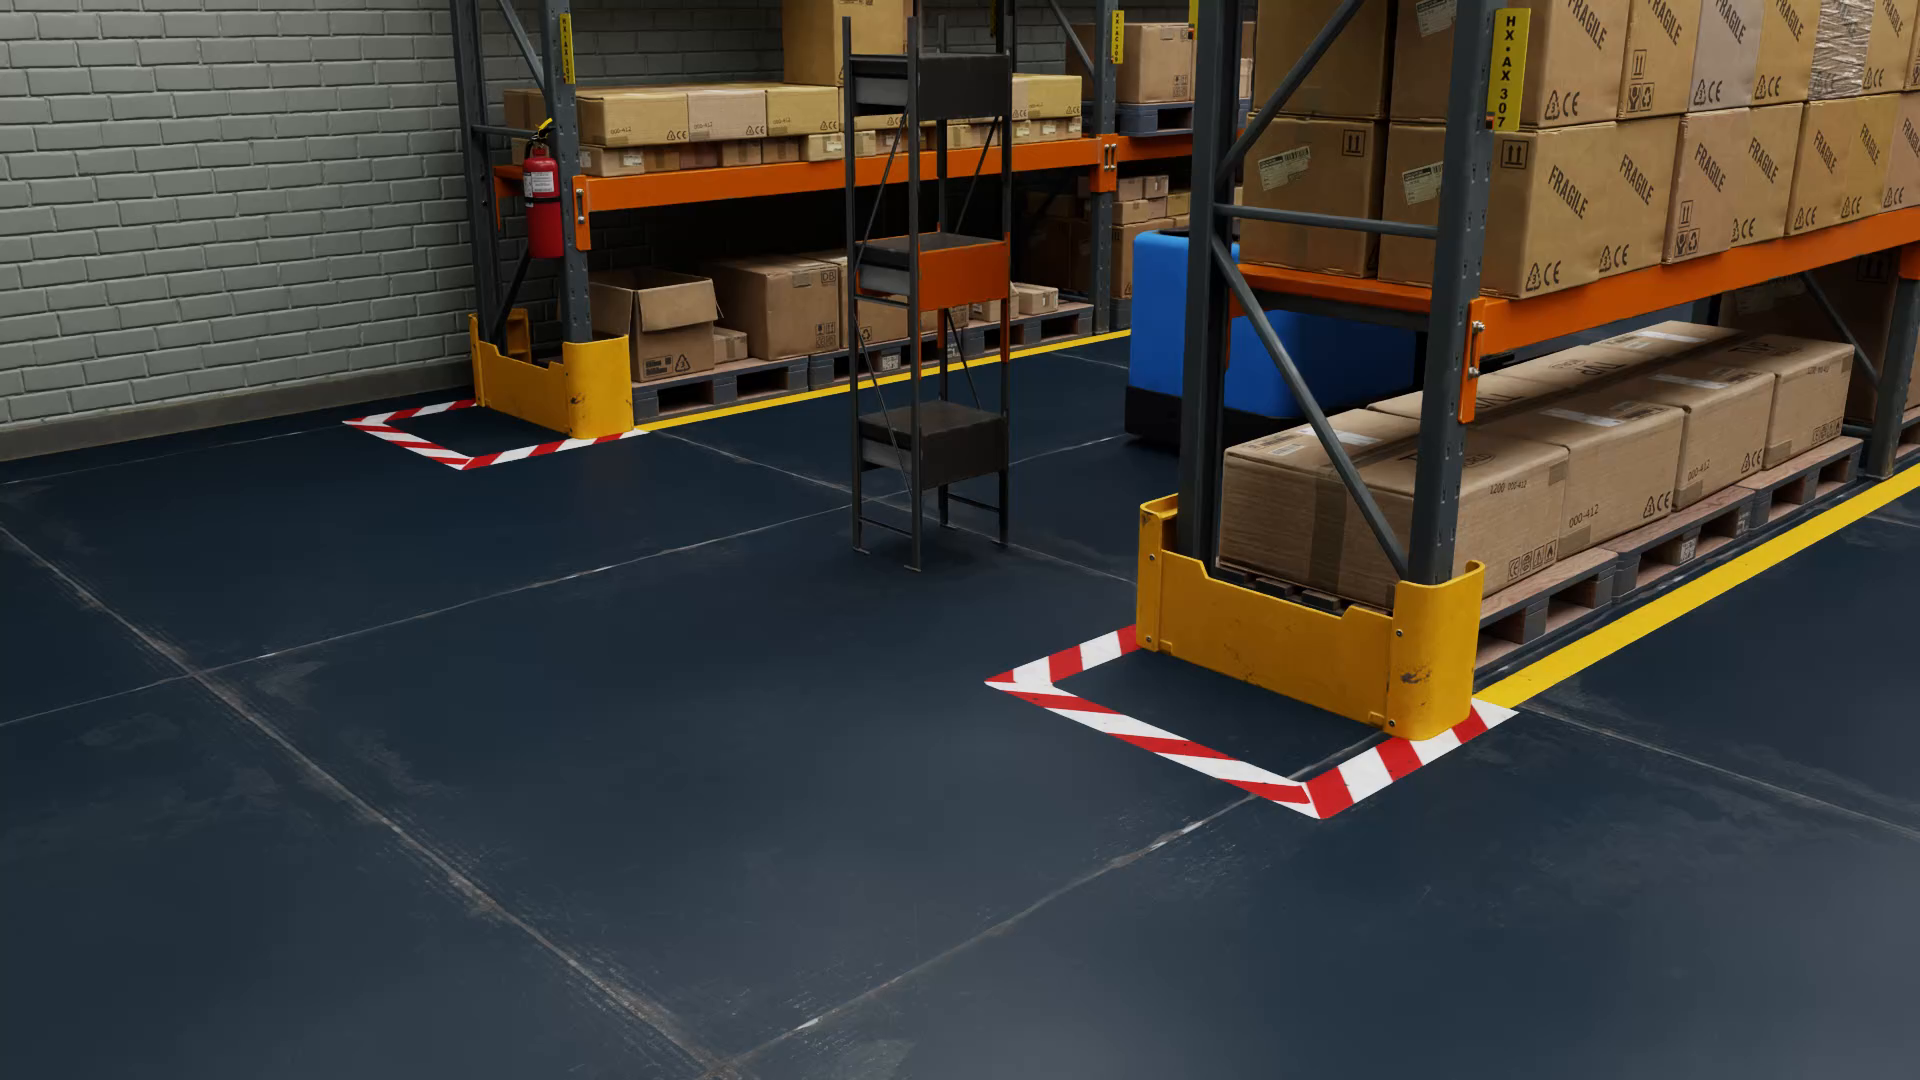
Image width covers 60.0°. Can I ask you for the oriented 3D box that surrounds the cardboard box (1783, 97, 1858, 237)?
[{"bbox_3d":[3.156,-1.495,6.570,0.500,0.500,0.500,-17,24,-42],"label":"cardboard box"}]

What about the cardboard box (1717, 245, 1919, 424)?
[{"bbox_3d":[4.438,-1.161,8.467,0.875,0.875,0.875,-15,23,-39],"label":"cardboard box"}]

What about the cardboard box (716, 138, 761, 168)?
[{"bbox_3d":[-1.304,-2.143,9.139,0.250,0.149,0.380,-15,23,-39],"label":"cardboard box"}]

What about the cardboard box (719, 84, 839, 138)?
[{"bbox_3d":[-1.030,-2.408,9.309,0.500,0.250,0.500,-17,24,-42],"label":"cardboard box"}]

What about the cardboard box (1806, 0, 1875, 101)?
[{"bbox_3d":[3.152,-1.969,6.410,0.500,0.500,0.500,-16,24,-40],"label":"cardboard box"}]

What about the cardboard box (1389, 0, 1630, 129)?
[{"bbox_3d":[1.681,-1.537,5.077,0.500,0.500,0.500,-17,25,-42],"label":"cardboard box"}]

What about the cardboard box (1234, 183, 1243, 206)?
[{"bbox_3d":[1.979,-2.561,12.340,0.250,0.149,0.380,-15,23,-39],"label":"cardboard box"}]

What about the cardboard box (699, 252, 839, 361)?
[{"bbox_3d":[-1.119,-1.379,9.745,0.500,0.500,0.700,-15,23,-39],"label":"cardboard box"}]

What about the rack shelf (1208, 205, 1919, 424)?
[{"bbox_3d":[2.589,-1.057,6.548,4.000,0.370,1.077,-16,24,-41],"label":"rack shelf"}]

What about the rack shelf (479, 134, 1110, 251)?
[{"bbox_3d":[-0.824,-2.169,9.976,4.000,0.370,1.077,-16,24,-41],"label":"rack shelf"}]

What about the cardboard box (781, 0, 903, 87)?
[{"bbox_3d":[-0.672,-2.868,9.511,0.500,0.500,0.500,-15,24,-39],"label":"cardboard box"}]

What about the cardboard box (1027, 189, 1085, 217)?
[{"bbox_3d":[0.699,-2.397,11.833,0.380,0.149,0.250,17,24,42],"label":"cardboard box"}]

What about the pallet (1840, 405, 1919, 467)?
[{"bbox_3d":[4.552,-0.677,8.730,1.213,0.211,1.003,-16,24,-41],"label":"pallet"}]

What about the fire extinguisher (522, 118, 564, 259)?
[{"bbox_3d":[-2.066,-1.738,8.212,0.183,0.674,0.296,-16,24,-41],"label":"fire extinguisher"}]

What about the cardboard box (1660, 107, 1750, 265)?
[{"bbox_3d":[2.413,-1.278,5.900,0.500,0.500,0.500,-16,24,-41],"label":"cardboard box"}]

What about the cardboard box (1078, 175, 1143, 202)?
[{"bbox_3d":[1.032,-2.425,11.440,0.250,0.149,0.380,-17,24,-42],"label":"cardboard box"}]

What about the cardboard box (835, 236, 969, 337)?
[{"bbox_3d":[-0.365,-1.599,10.423,0.700,0.500,0.500,17,24,42],"label":"cardboard box"}]

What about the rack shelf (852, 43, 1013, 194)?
[{"bbox_3d":[-0.120,-1.617,6.341,0.480,0.518,0.431,-16,24,-41],"label":"rack shelf"}]

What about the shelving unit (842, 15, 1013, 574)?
[{"bbox_3d":[-0.120,-0.964,6.553,0.503,2.100,0.431,-16,24,-41],"label":"shelving unit"}]

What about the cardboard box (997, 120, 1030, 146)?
[{"bbox_3d":[0.225,-2.570,10.456,0.250,0.149,0.380,-15,24,-39],"label":"cardboard box"}]

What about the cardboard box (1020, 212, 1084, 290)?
[{"bbox_3d":[0.783,-2.116,12.019,0.500,0.500,0.500,-16,24,-41],"label":"cardboard box"}]

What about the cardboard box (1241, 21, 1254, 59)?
[{"bbox_3d":[2.081,-3.510,12.105,0.500,0.500,0.700,-16,24,-41],"label":"cardboard box"}]

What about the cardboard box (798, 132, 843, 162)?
[{"bbox_3d":[-0.879,-2.238,9.430,0.380,0.149,0.250,17,25,42],"label":"cardboard box"}]

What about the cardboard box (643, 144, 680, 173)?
[{"bbox_3d":[-1.696,-2.040,8.820,0.250,0.149,0.380,-15,24,-39],"label":"cardboard box"}]

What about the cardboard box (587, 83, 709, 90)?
[{"bbox_3d":[-1.749,-2.423,9.356,0.500,0.250,0.500,-16,24,-41],"label":"cardboard box"}]

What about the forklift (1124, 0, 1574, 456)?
[{"bbox_3d":[2.267,-2.082,8.654,3.031,2.935,1.130,-16,24,-40],"label":"forklift"}]

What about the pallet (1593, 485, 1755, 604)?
[{"bbox_3d":[2.550,-0.093,6.930,1.213,0.211,1.003,-16,24,-41],"label":"pallet"}]

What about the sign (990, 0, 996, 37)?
[{"bbox_3d":[0.246,-3.609,11.375,0.005,0.325,0.100,-16,24,-41],"label":"sign"}]

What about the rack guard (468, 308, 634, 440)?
[{"bbox_3d":[-2.222,-0.914,8.993,0.348,0.500,1.175,-16,24,-41],"label":"rack guard"}]

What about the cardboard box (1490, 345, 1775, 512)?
[{"bbox_3d":[2.863,-0.505,7.153,0.875,0.438,0.875,17,25,42],"label":"cardboard box"}]

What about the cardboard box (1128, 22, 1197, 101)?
[{"bbox_3d":[1.511,-3.344,11.592,0.500,0.500,0.700,-16,24,-40],"label":"cardboard box"}]

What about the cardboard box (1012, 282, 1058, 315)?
[{"bbox_3d":[0.427,-1.594,10.980,0.380,0.149,0.250,17,25,42],"label":"cardboard box"}]

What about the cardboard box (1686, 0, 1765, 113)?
[{"bbox_3d":[2.420,-1.758,5.761,0.500,0.500,0.500,-16,24,-41],"label":"cardboard box"}]

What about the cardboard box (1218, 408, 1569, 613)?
[{"bbox_3d":[1.547,-0.119,5.961,0.875,0.438,0.875,17,24,42],"label":"cardboard box"}]

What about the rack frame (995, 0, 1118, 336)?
[{"bbox_3d":[0.630,-2.935,11.172,0.127,3.000,1.000,-16,24,-41],"label":"rack frame"}]

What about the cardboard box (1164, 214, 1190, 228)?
[{"bbox_3d":[1.516,-2.112,12.009,0.500,0.500,0.500,-17,24,-42],"label":"cardboard box"}]

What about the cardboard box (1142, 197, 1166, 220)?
[{"bbox_3d":[1.221,-2.346,11.678,0.250,0.149,0.380,-17,25,-42],"label":"cardboard box"}]

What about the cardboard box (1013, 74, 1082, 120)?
[{"bbox_3d":[0.427,-2.842,10.648,0.500,0.250,0.500,-15,24,-39],"label":"cardboard box"}]

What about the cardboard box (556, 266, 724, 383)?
[{"bbox_3d":[-1.767,-1.208,9.213,0.797,0.503,0.637,17,24,42],"label":"cardboard box"}]

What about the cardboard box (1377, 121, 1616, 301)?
[{"bbox_3d":[1.682,-1.060,5.230,0.500,0.500,0.500,-17,24,-41],"label":"cardboard box"}]

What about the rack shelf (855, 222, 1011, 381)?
[{"bbox_3d":[-0.120,-0.951,6.557,0.480,0.518,0.431,-16,24,-41],"label":"rack shelf"}]

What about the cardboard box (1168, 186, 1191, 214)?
[{"bbox_3d":[1.590,-2.464,12.042,0.250,0.149,0.380,-17,24,-42],"label":"cardboard box"}]

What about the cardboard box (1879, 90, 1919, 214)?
[{"bbox_3d":[3.881,-1.715,7.249,0.500,0.500,0.500,-16,24,-40],"label":"cardboard box"}]

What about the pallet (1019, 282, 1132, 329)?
[{"bbox_3d":[1.195,-1.789,12.160,1.213,0.211,1.003,-16,24,-41],"label":"pallet"}]

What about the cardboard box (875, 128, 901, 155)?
[{"bbox_3d":[-0.562,-2.368,9.832,0.250,0.149,0.380,-16,24,-41],"label":"cardboard box"}]

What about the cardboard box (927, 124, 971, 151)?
[{"bbox_3d":[-0.150,-2.461,10.117,0.250,0.149,0.380,-17,24,-42],"label":"cardboard box"}]

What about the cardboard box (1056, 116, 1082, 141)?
[{"bbox_3d":[0.572,-2.691,10.828,0.250,0.149,0.380,-16,24,-40],"label":"cardboard box"}]

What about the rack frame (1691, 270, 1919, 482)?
[{"bbox_3d":[4.043,-1.823,7.744,0.127,3.000,1.000,-16,24,-41],"label":"rack frame"}]

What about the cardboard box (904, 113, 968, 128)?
[{"bbox_3d":[-0.298,-2.630,9.994,0.500,0.250,0.500,-16,24,-41],"label":"cardboard box"}]

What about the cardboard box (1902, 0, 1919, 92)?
[{"bbox_3d":[3.890,-2.184,7.075,0.500,0.500,0.500,-17,24,-41],"label":"cardboard box"}]

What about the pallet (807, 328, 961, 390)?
[{"bbox_3d":[-0.757,-1.203,10.353,1.213,0.211,1.003,-16,24,-41],"label":"pallet"}]

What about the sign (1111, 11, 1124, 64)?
[{"bbox_3d":[1.008,-3.226,10.669,0.005,0.325,0.100,-16,24,-41],"label":"sign"}]

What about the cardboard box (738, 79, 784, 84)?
[{"bbox_3d":[-1.006,-2.638,10.018,0.500,0.250,0.500,-16,24,-41],"label":"cardboard box"}]

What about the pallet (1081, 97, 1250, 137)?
[{"bbox_3d":[1.285,-2.988,11.649,1.213,0.211,1.003,-16,24,-41],"label":"pallet"}]

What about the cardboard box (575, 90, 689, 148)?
[{"bbox_3d":[-1.762,-2.193,8.646,0.500,0.250,0.500,-16,24,-41],"label":"cardboard box"}]

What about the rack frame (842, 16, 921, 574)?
[{"bbox_3d":[-0.298,-0.912,6.393,0.015,2.100,0.400,-16,24,-41],"label":"rack frame"}]

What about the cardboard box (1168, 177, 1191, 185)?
[{"bbox_3d":[1.610,-2.680,12.708,0.250,0.149,0.380,-16,24,-40],"label":"cardboard box"}]
